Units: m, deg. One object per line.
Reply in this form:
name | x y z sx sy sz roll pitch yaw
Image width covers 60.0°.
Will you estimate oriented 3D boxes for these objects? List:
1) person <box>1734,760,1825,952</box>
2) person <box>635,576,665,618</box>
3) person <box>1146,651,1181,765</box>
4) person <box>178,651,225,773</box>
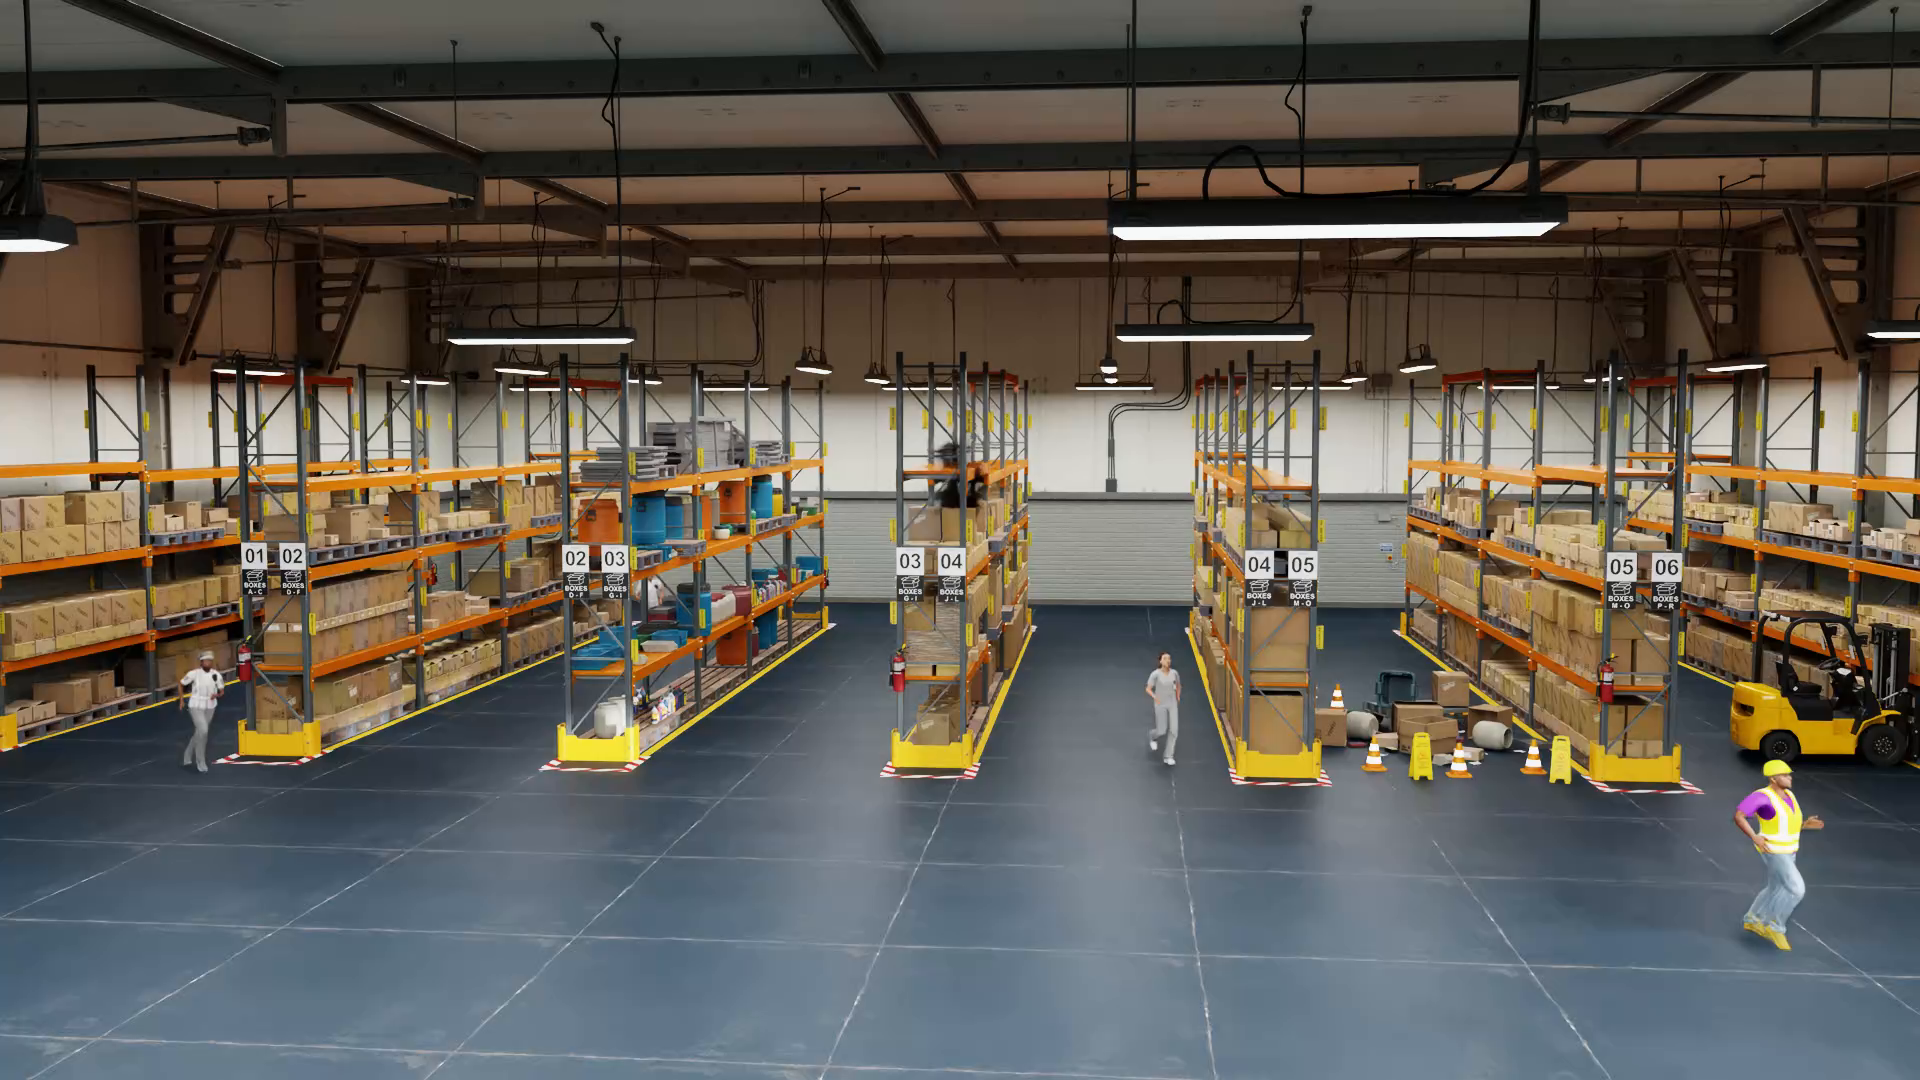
person | 7.825 3.002 15.860 0.674 1.809 0.696 -4 5 -41
person | -6.883 1.504 36.903 0.664 1.790 0.944 0 4 -6
person | 3.022 2.458 24.446 0.564 1.601 0.768 -1 4 -13
person | -10.932 2.451 24.056 0.760 1.693 0.576 3 5 40
